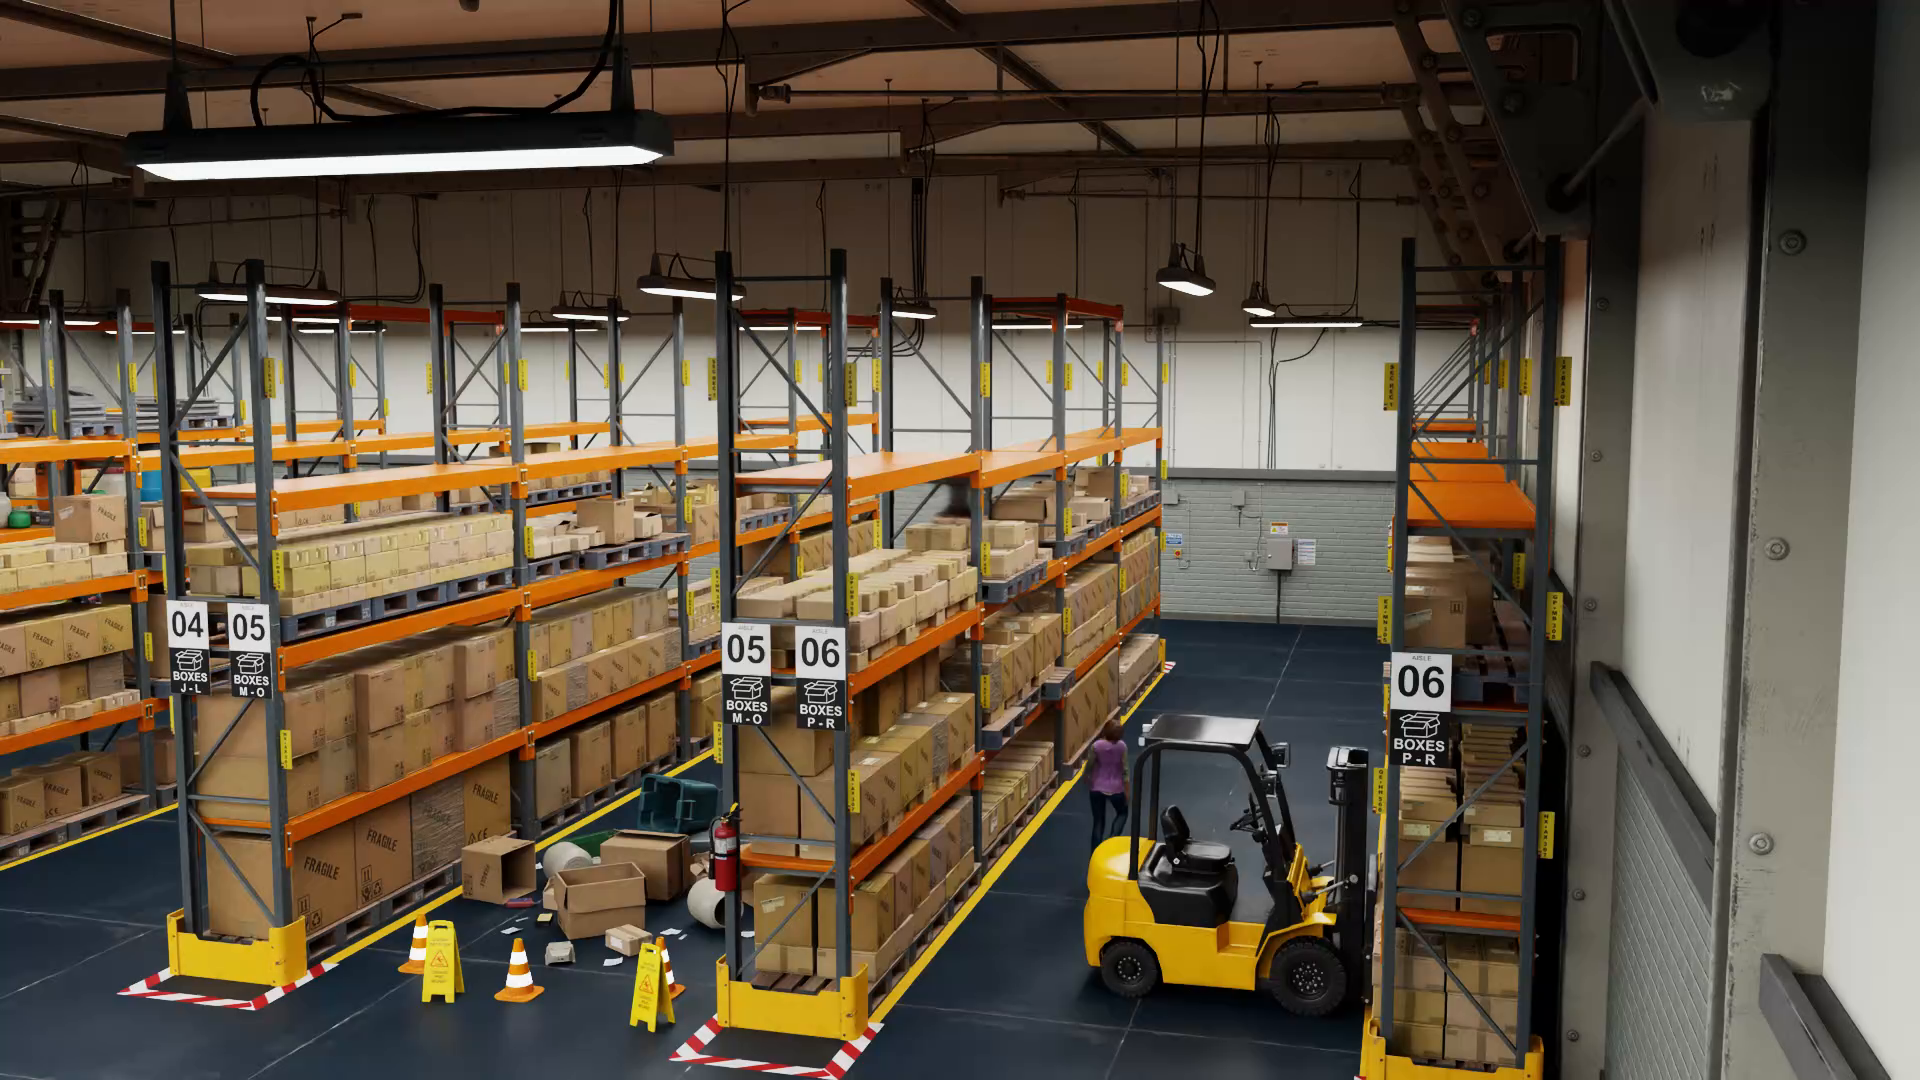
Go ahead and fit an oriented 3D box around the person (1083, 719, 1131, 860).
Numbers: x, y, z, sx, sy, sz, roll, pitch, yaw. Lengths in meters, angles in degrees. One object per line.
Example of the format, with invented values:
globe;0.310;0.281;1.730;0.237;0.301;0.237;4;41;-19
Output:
person;1.473;2.588;17.003;0.544;1.575;0.561;2;6;19
